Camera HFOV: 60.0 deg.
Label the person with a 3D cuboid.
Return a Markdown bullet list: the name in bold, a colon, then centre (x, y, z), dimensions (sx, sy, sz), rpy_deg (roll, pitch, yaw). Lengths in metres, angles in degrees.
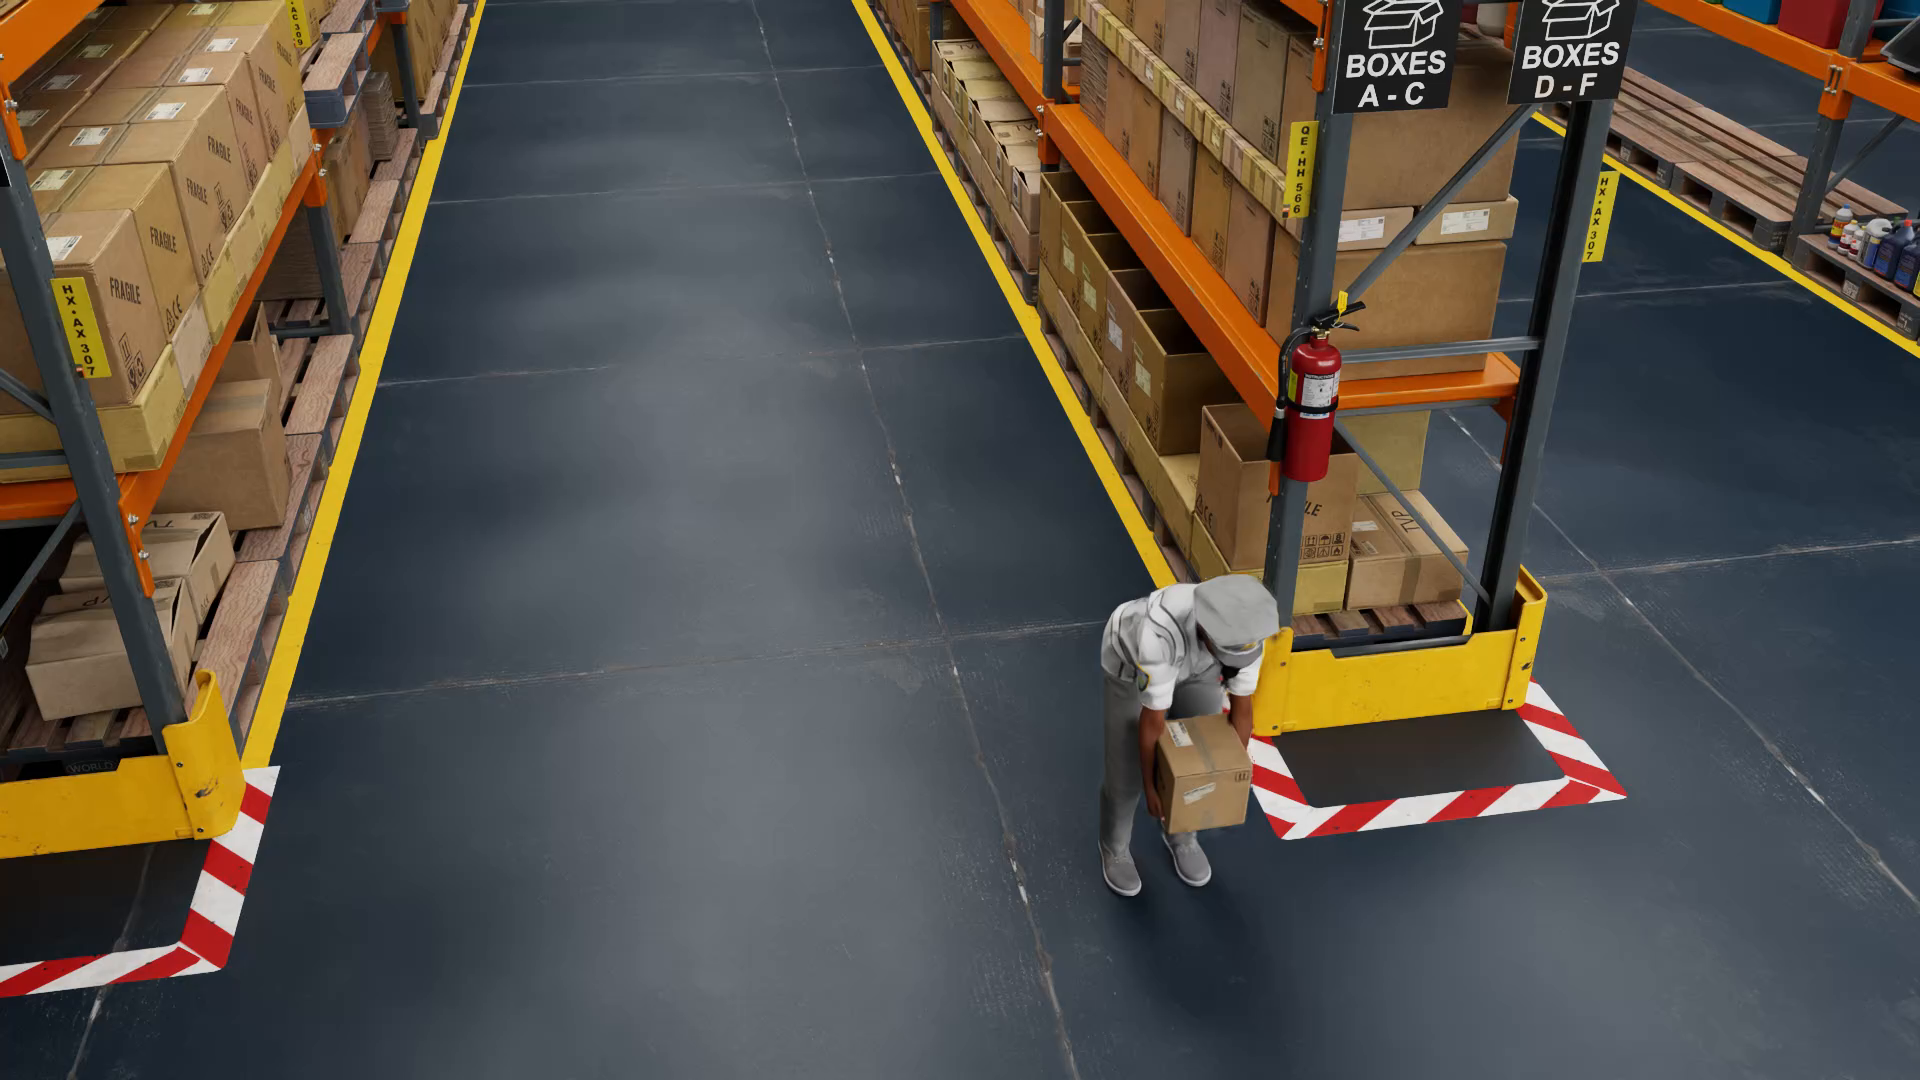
- **person**: centre (0.714, 0.623, 5.334), dimensions (0.414, 1.422, 0.810), rpy_deg (-7, 32, -11)
